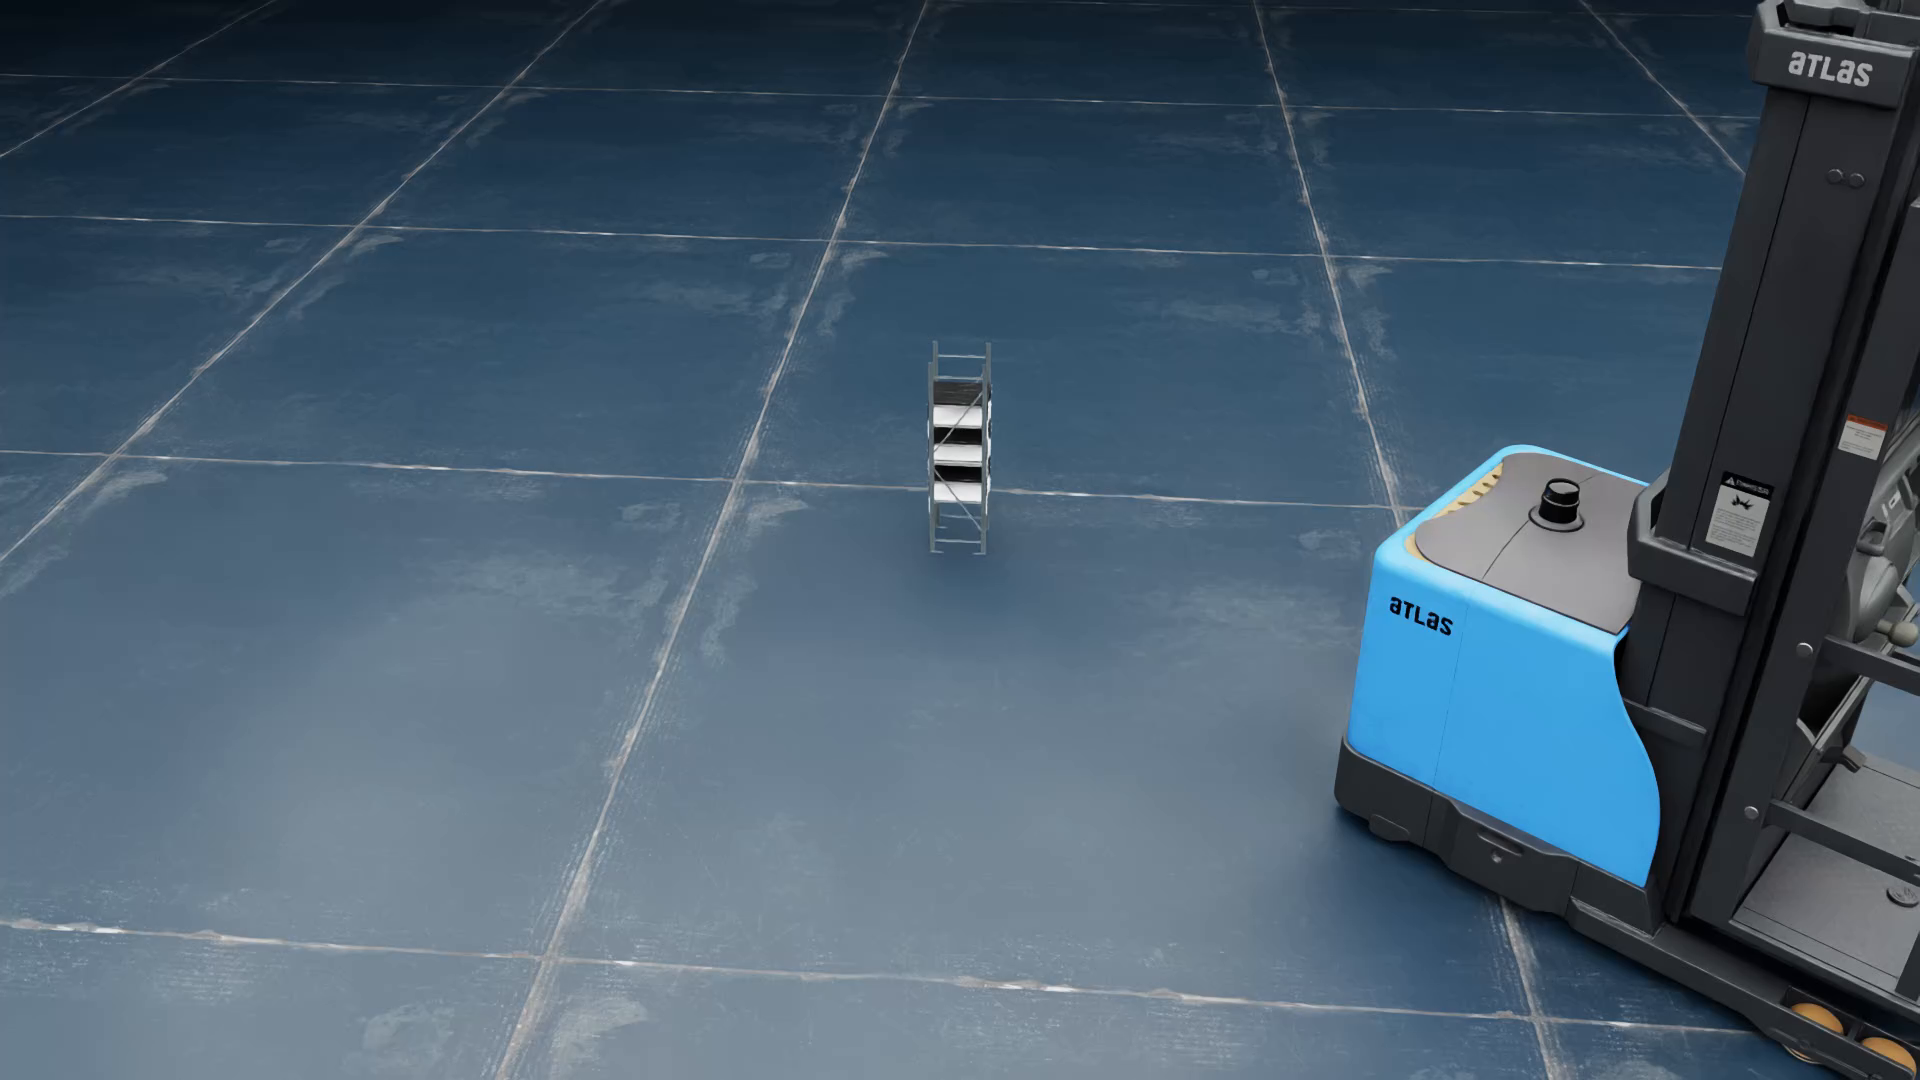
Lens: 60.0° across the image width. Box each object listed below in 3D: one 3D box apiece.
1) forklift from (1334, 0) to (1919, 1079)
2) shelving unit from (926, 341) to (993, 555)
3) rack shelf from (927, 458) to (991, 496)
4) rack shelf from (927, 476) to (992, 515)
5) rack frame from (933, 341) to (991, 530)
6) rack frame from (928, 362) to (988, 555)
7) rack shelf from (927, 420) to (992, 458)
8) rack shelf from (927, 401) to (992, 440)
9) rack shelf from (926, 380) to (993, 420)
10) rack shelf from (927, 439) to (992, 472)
[{"bbox_3d":[2.720,0.014,4.434,3.031,2.935,1.130,25,39,34],"label":"forklift"},{"bbox_3d":[-0.001,-0.379,7.007,0.258,0.900,0.210,2,32,4],"label":"shelving unit"},{"bbox_3d":[-0.001,-0.274,7.072,0.258,0.077,0.200,2,32,4],"label":"rack shelf"},{"bbox_3d":[-0.001,-0.197,7.119,0.258,0.077,0.200,2,32,4],"label":"rack shelf"},{"bbox_3d":[0.008,-0.432,7.093,0.240,0.900,0.006,2,32,4],"label":"rack frame"},{"bbox_3d":[-0.009,-0.326,6.921,0.240,0.900,0.006,2,32,4],"label":"rack frame"},{"bbox_3d":[-0.001,-0.427,6.977,0.258,0.077,0.200,2,32,4],"label":"rack shelf"},{"bbox_3d":[-0.001,-0.504,6.930,0.258,0.077,0.200,2,32,4],"label":"rack shelf"},{"bbox_3d":[-0.001,-0.580,6.883,0.258,0.077,0.200,2,32,4],"label":"rack shelf"},{"bbox_3d":[-0.001,-0.350,7.025,0.258,0.077,0.200,2,32,4],"label":"rack shelf"}]
